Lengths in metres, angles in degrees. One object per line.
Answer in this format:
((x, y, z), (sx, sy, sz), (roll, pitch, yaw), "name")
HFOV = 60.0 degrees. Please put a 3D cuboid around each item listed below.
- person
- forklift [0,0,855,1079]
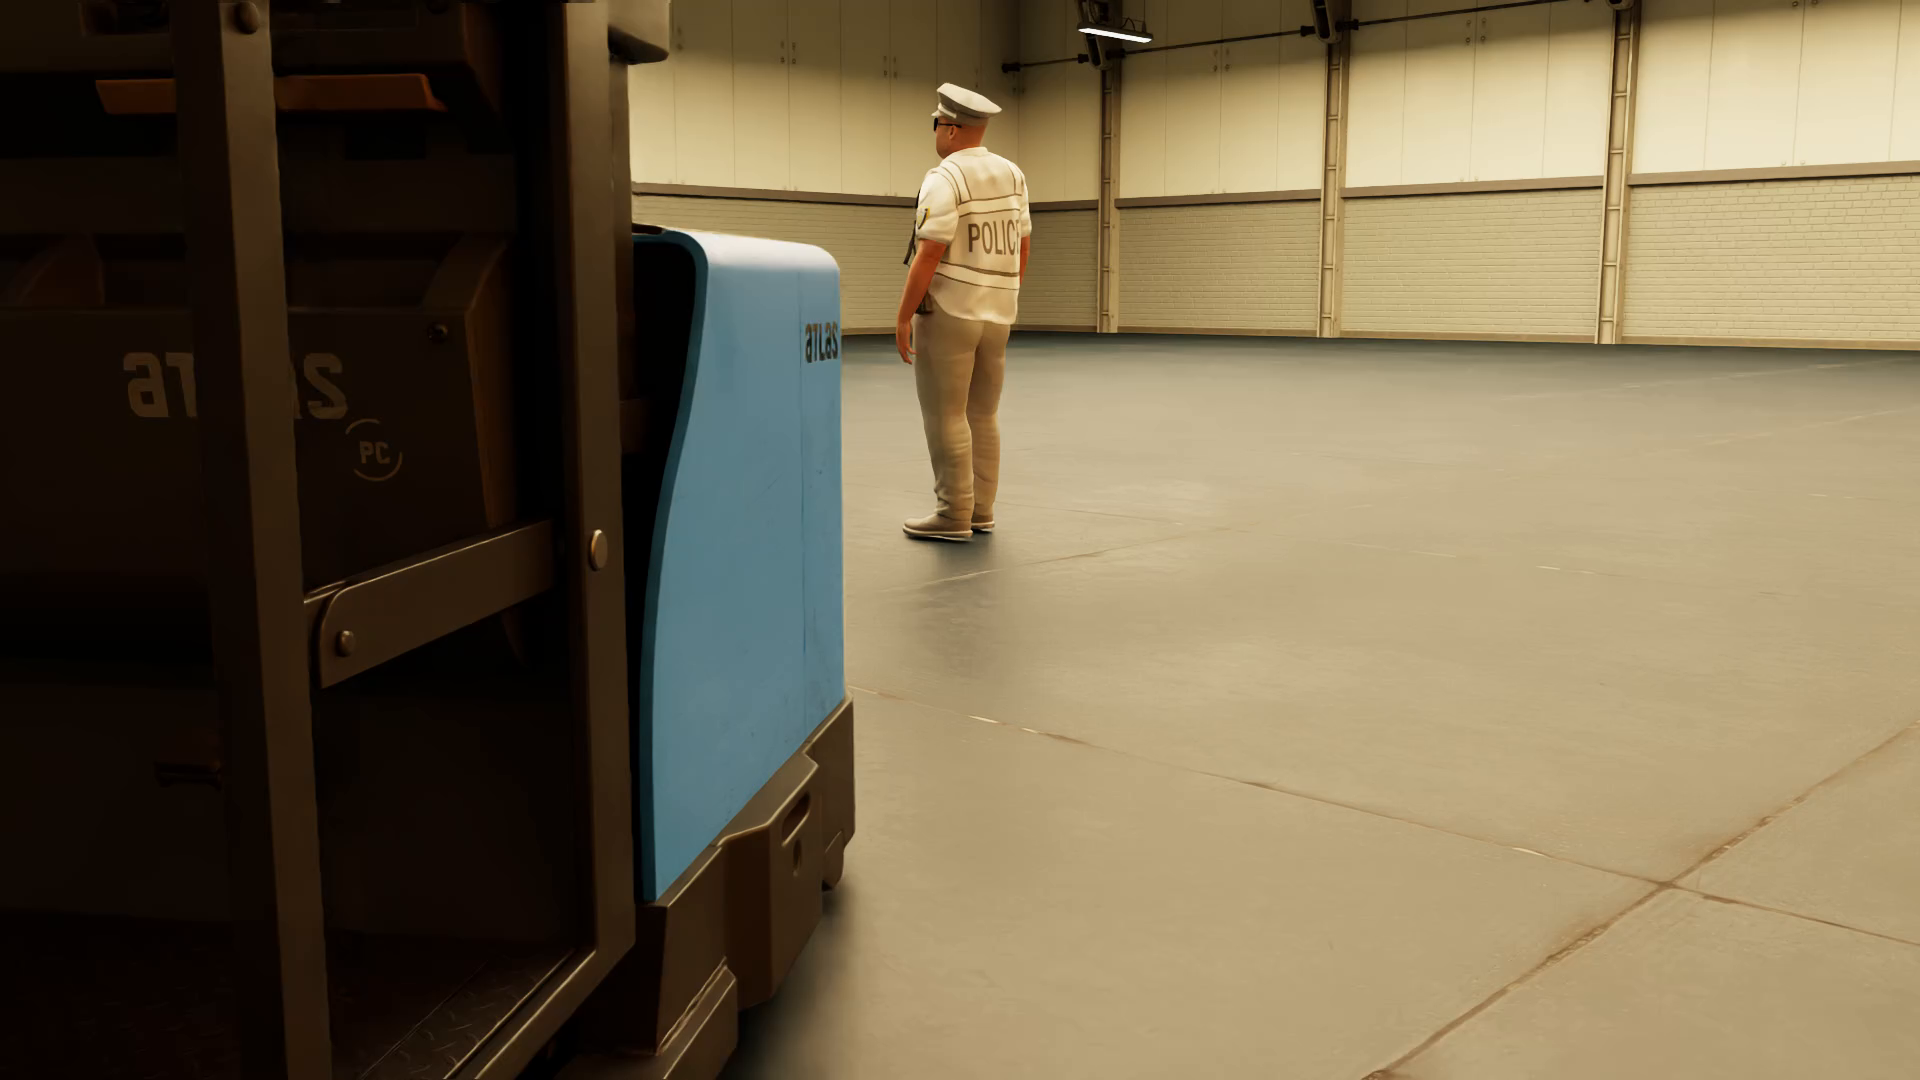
((-0.047, -0.896, 6.646), (0.575, 1.778, 0.640), (8, 12, 43), "person")
((-0.921, -0.675, 1.355), (1.130, 2.935, 3.031), (1, 9, 9), "forklift")
